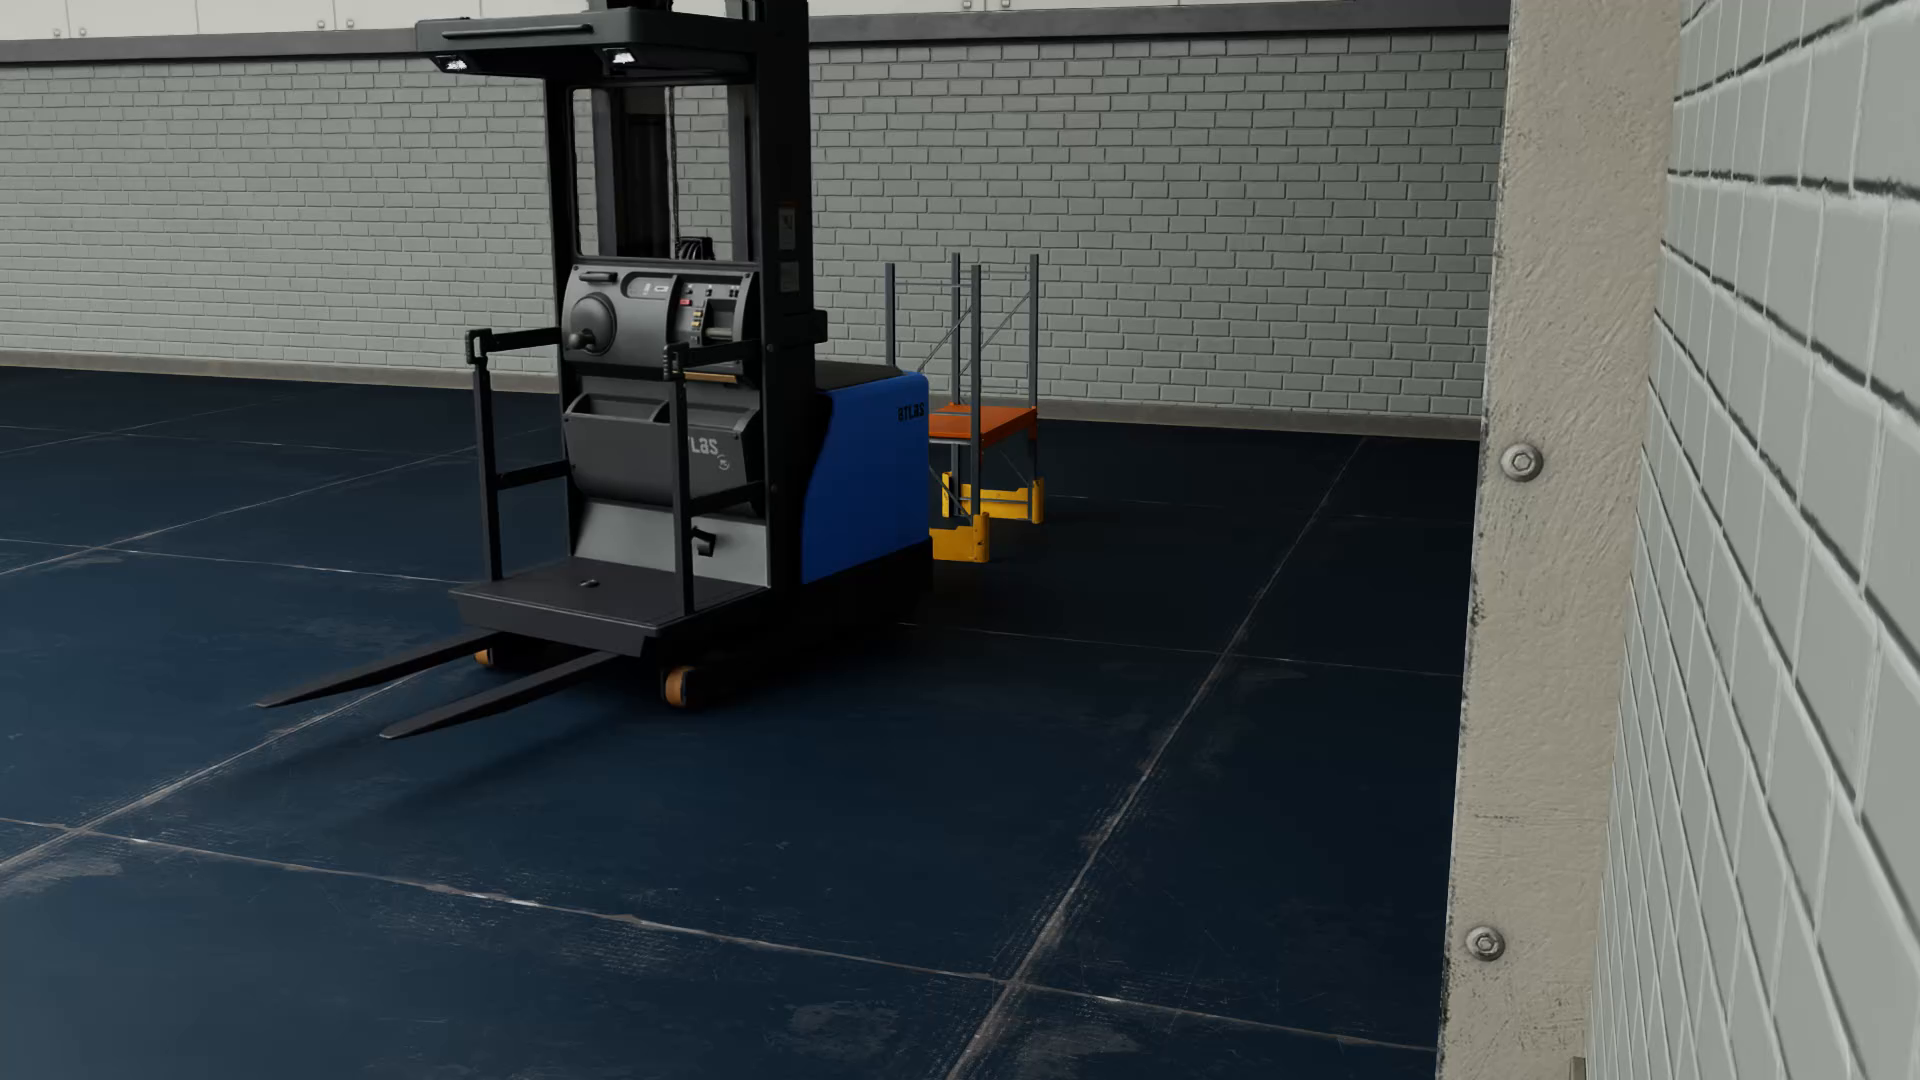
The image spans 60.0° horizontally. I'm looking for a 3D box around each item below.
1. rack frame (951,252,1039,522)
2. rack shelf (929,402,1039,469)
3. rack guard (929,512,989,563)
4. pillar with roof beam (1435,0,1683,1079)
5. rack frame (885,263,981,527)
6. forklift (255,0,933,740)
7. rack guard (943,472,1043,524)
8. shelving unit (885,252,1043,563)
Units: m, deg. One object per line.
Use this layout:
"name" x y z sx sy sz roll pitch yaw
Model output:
"rack frame" 0.192 -0.856 9.374 0.500 1.500 0.032 4 14 18
"rack shelf" 0.028 -0.574 8.945 0.538 0.185 1.000 4 14 18
"rack guard" -0.136 -0.033 8.576 0.587 0.250 0.087 4 14 18
"pillar with roof beam" -2.825 -3.506 4.132 9.100 9.000 0.400 4 14 18
"rack frame" -0.137 -0.642 8.436 0.500 1.500 0.032 4 14 18
"forklift" -1.310 -0.913 6.405 1.130 2.935 3.031 8 15 30
"rack guard" 0.186 -0.243 9.495 0.587 0.250 0.087 4 14 18
"shelving unit" 0.025 -0.747 8.896 0.587 1.500 1.083 4 14 18
